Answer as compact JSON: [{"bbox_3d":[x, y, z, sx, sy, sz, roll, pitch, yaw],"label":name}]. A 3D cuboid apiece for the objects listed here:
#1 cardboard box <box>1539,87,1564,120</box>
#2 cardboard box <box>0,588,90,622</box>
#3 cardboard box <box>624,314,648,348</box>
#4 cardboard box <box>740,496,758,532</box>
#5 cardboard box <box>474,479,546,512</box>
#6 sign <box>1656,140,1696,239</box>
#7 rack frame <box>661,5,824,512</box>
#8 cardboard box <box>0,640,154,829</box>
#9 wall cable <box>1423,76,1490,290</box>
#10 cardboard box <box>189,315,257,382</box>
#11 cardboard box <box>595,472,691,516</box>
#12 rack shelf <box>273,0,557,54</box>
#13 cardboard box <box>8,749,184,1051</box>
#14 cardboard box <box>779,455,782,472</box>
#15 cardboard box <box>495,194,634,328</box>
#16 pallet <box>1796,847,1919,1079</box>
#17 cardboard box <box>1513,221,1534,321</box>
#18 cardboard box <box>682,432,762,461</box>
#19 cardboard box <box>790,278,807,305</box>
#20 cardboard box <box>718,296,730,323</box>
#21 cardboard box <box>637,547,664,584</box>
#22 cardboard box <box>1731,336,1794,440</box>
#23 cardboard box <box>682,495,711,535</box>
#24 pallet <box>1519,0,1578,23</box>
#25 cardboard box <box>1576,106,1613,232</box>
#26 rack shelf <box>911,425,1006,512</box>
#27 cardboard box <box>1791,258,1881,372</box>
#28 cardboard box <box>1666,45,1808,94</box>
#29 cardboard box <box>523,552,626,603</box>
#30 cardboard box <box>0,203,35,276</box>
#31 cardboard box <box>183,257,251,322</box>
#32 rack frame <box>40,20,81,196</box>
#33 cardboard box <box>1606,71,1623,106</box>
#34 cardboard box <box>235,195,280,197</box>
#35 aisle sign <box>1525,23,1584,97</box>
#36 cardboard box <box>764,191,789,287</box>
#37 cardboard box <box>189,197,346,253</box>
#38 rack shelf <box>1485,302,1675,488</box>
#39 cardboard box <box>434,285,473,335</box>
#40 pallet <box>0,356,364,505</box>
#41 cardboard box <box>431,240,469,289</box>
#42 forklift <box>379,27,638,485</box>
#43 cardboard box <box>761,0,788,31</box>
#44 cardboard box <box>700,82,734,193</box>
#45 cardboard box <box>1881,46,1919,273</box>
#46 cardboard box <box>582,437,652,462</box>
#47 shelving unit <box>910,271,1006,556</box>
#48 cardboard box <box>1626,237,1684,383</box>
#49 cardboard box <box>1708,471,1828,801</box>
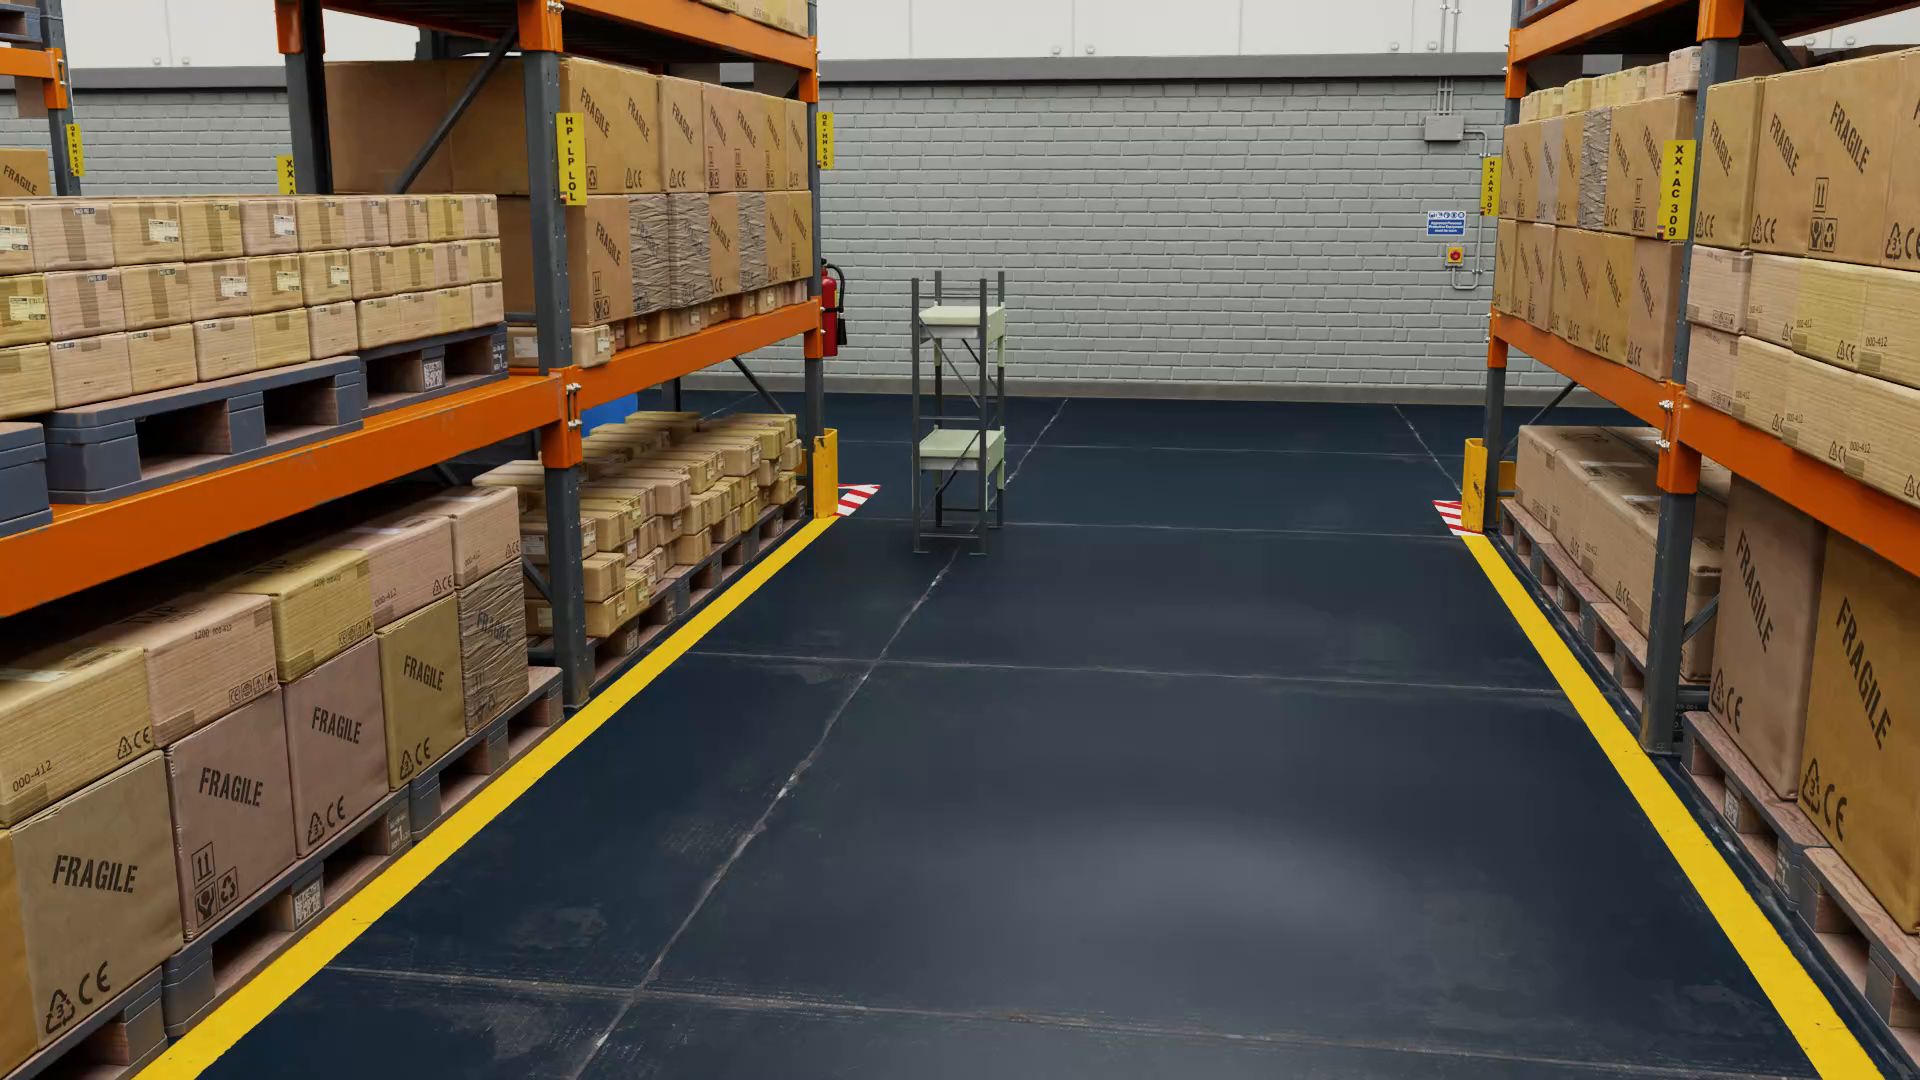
[{"bbox_3d":[3.089,-2.153,8.215,0.380,0.149,0.250,1,12,7],"label":"cardboard box"},{"bbox_3d":[-2.567,0.288,4.192,0.500,0.250,0.500,2,12,10],"label":"cardboard box"},{"bbox_3d":[-1.589,-0.928,7.276,0.380,0.149,0.250,1,12,6],"label":"cardboard box"},{"bbox_3d":[-1.286,-0.145,8.815,0.380,0.149,0.250,1,12,6],"label":"cardboard box"},{"bbox_3d":[-2.013,-0.176,7.547,0.380,0.149,0.250,2,12,11],"label":"cardboard box"},{"bbox_3d":[2.400,-1.173,5.573,0.100,0.325,0.005,2,12,9],"label":"sign"},{"bbox_3d":[-1.343,-1.665,10.101,1.000,3.000,0.127,2,12,9],"label":"rack frame"},{"bbox_3d":[-2.150,0.409,3.633,0.500,0.250,0.500,2,12,8],"label":"cardboard box"},{"bbox_3d":[4.408,-3.213,14.794,0.585,1.953,0.123,2,12,9],"label":"wall cable"},{"bbox_3d":[-2.062,-0.499,4.290,0.380,0.149,0.250,1,12,7],"label":"cardboard box"},{"bbox_3d":[-1.472,-0.215,7.730,0.380,0.149,0.250,2,12,10],"label":"cardboard box"},{"bbox_3d":[-2.266,-1.531,4.065,1.077,0.370,4.000,2,12,9],"label":"rack shelf"},{"bbox_3d":[-2.139,0.773,3.724,0.500,0.500,0.500,2,12,9],"label":"cardboard box"},{"bbox_3d":[-1.236,-0.451,9.529,0.380,0.149,0.250,2,12,7],"label":"cardboard box"},{"bbox_3d":[-1.633,-1.122,6.636,0.500,0.500,0.500,2,12,8],"label":"cardboard box"},{"bbox_3d":[2.719,1.087,3.946,1.003,0.211,1.213,2,12,9],"label":"pallet"},{"bbox_3d":[3.156,-1.378,8.531,0.500,0.500,0.500,2,12,8],"label":"cardboard box"},{"bbox_3d":[-1.286,-0.489,9.001,0.380,0.149,0.250,1,12,6],"label":"cardboard box"},{"bbox_3d":[-1.114,-1.466,9.770,0.380,0.149,0.250,2,12,9],"label":"cardboard box"},{"bbox_3d":[-1.399,-1.200,8.539,0.380,0.149,0.250,1,12,6],"label":"cardboard box"},{"bbox_3d":[-1.567,0.127,7.555,0.380,0.149,0.250,2,12,7],"label":"cardboard box"},{"bbox_3d":[2.542,-0.429,4.721,0.500,0.250,0.500,2,12,7],"label":"cardboard box"},{"bbox_3d":[-1.423,-0.125,8.020,0.380,0.149,0.250,2,12,8],"label":"cardboard box"},{"bbox_3d":[3.460,-2.794,8.430,1.003,0.211,1.213,2,12,9],"label":"pallet"},{"bbox_3d":[2.903,-1.550,6.954,0.500,0.500,0.500,2,12,9],"label":"cardboard box"},{"bbox_3d":[-0.001,-0.413,9.398,0.431,0.370,0.720,2,12,9],"label":"rack shelf"},{"bbox_3d":[2.446,-0.568,4.180,0.500,0.250,0.500,2,12,9],"label":"cardboard box"},{"bbox_3d":[2.681,-1.623,5.752,0.380,0.149,0.250,2,12,7],"label":"cardboard box"},{"bbox_3d":[-1.586,0.145,6.764,0.380,0.149,0.250,2,12,11],"label":"cardboard box"},{"bbox_3d":[-2.189,-0.625,3.463,0.380,0.149,0.250,1,12,6],"label":"cardboard box"},{"bbox_3d":[-2.067,-0.647,4.267,0.380,0.149,0.250,2,12,11],"label":"cardboard box"},{"bbox_3d":[-6.229,-1.847,10.945,1.000,3.000,0.127,2,12,9],"label":"rack frame"},{"bbox_3d":[2.940,-1.887,6.977,0.380,0.149,0.250,2,12,7],"label":"cardboard box"},{"bbox_3d":[-2.510,-1.081,5.575,0.380,0.149,0.250,2,12,10],"label":"cardboard box"},{"bbox_3d":[3.288,-2.821,9.294,0.394,0.787,0.004,2,12,9],"label":"aisle sign"},{"bbox_3d":[-1.242,-1.651,9.090,0.500,0.500,0.500,2,12,8],"label":"cardboard box"},{"bbox_3d":[-1.991,-0.901,4.740,0.380,0.149,0.250,1,12,7],"label":"cardboard box"},{"bbox_3d":[3.256,-0.758,7.599,1.077,0.370,4.000,2,12,9],"label":"rack shelf"},{"bbox_3d":[-1.863,-0.772,5.555,0.380,0.149,0.250,2,12,9],"label":"cardboard box"},{"bbox_3d":[-2.310,-0.320,4.312,1.003,0.211,1.213,2,12,9],"label":"pallet"},{"bbox_3d":[-1.864,-0.917,5.520,0.380,0.149,0.250,2,12,9],"label":"cardboard box"},{"bbox_3d":[-3.034,-1.649,10.187,1.130,2.935,3.031,2,12,11],"label":"forklift"},{"bbox_3d":[-1.223,-2.849,8.828,0.500,0.250,0.500,2,12,9],"label":"cardboard box"},{"bbox_3d":[-1.395,-1.921,7.970,0.500,0.500,0.500,1,12,7],"label":"cardboard box"},{"bbox_3d":[2.393,-0.830,3.613,0.500,0.500,0.500,2,12,8],"label":"cardboard box"},{"bbox_3d":[-1.857,-0.449,8.813,0.380,0.149,0.250,2,12,11],"label":"cardboard box"},{"bbox_3d":[-0.001,-0.732,9.329,0.431,1.500,0.755,2,12,9],"label":"shelving unit"},{"bbox_3d":[2.767,-0.847,6.067,0.500,0.500,0.500,2,12,9],"label":"cardboard box"},{"bbox_3d":[2.932,0.272,5.160,0.875,0.875,0.875,2,12,10],"label":"cardboard box"}]
